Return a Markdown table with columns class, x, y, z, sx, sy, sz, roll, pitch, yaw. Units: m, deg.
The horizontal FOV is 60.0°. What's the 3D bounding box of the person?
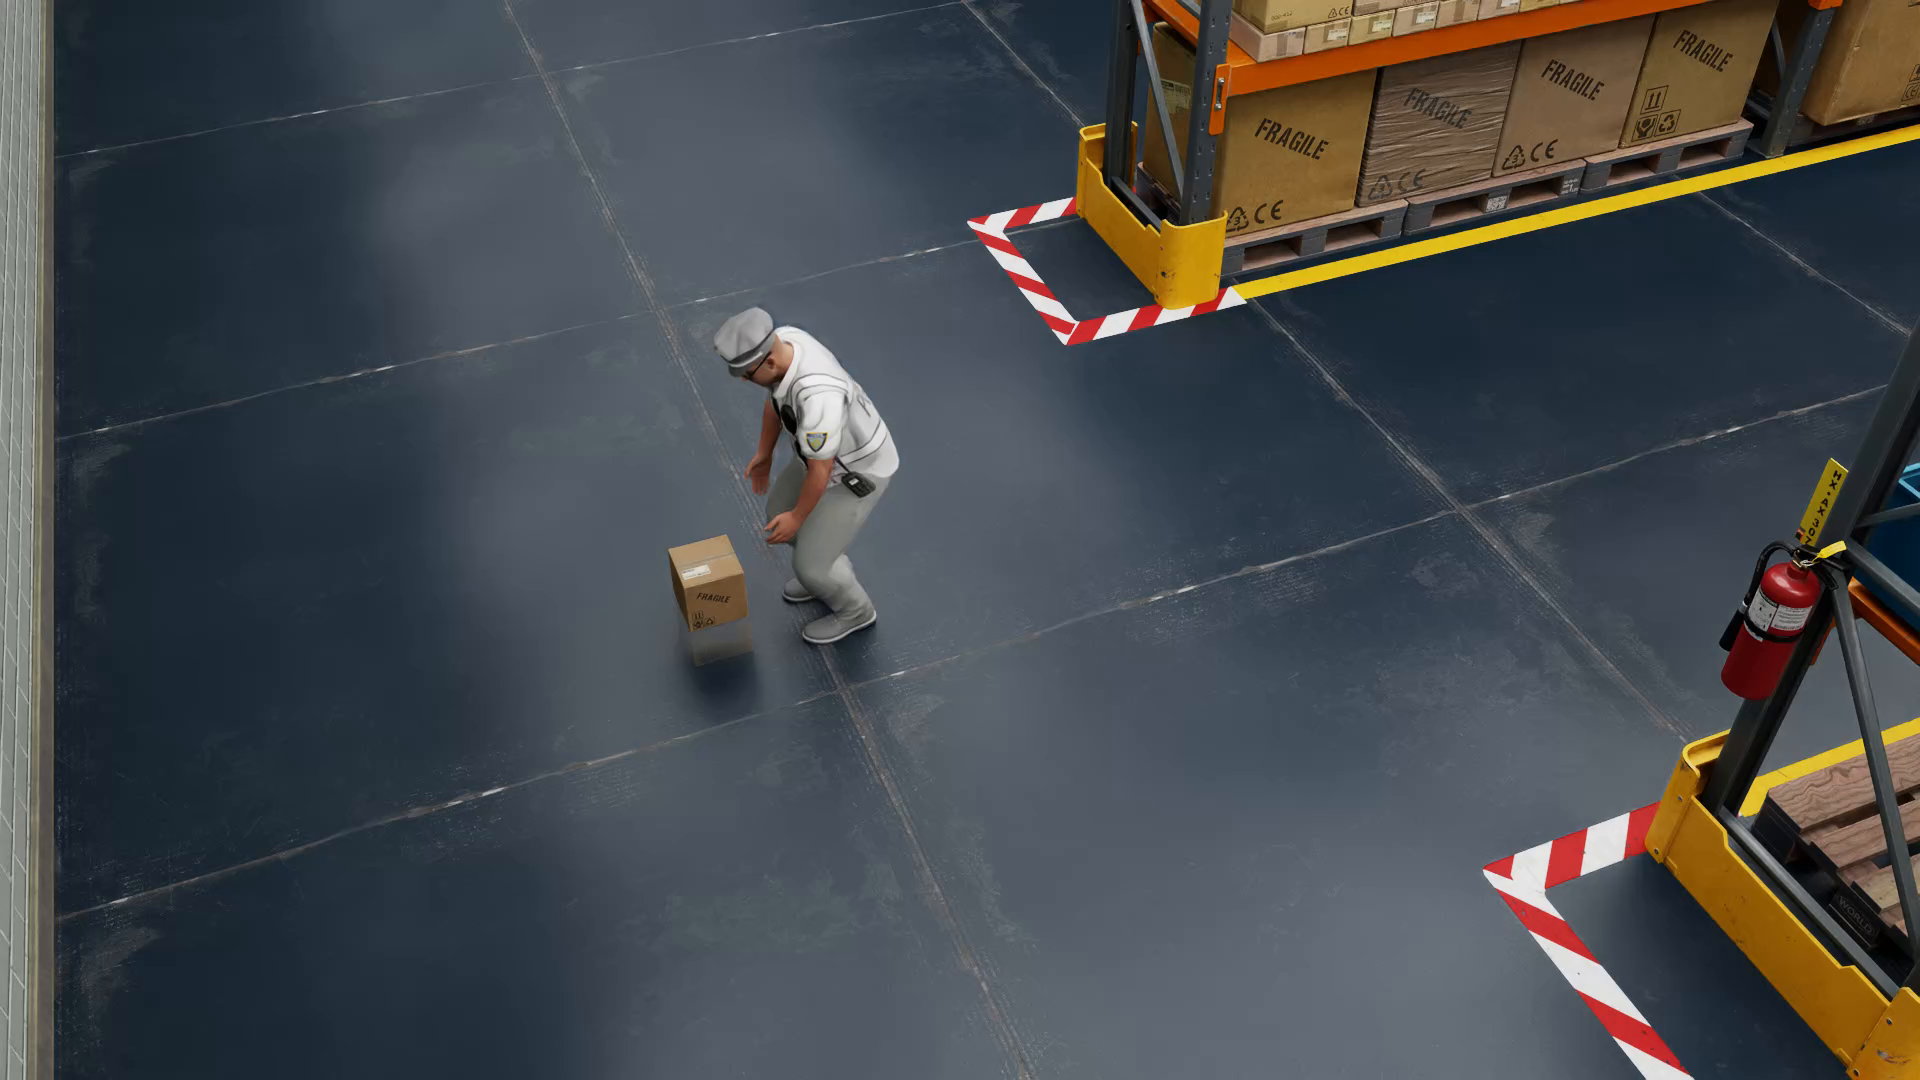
| class | x | y | z | sx | sy | sz | roll | pitch | yaw |
| --- | --- | --- | --- | --- | --- | --- | --- | --- | --- |
| person | -0.583 | -0.260 | 6.594 | 0.682 | 1.572 | 0.584 | -15 | 44 | -16 |
